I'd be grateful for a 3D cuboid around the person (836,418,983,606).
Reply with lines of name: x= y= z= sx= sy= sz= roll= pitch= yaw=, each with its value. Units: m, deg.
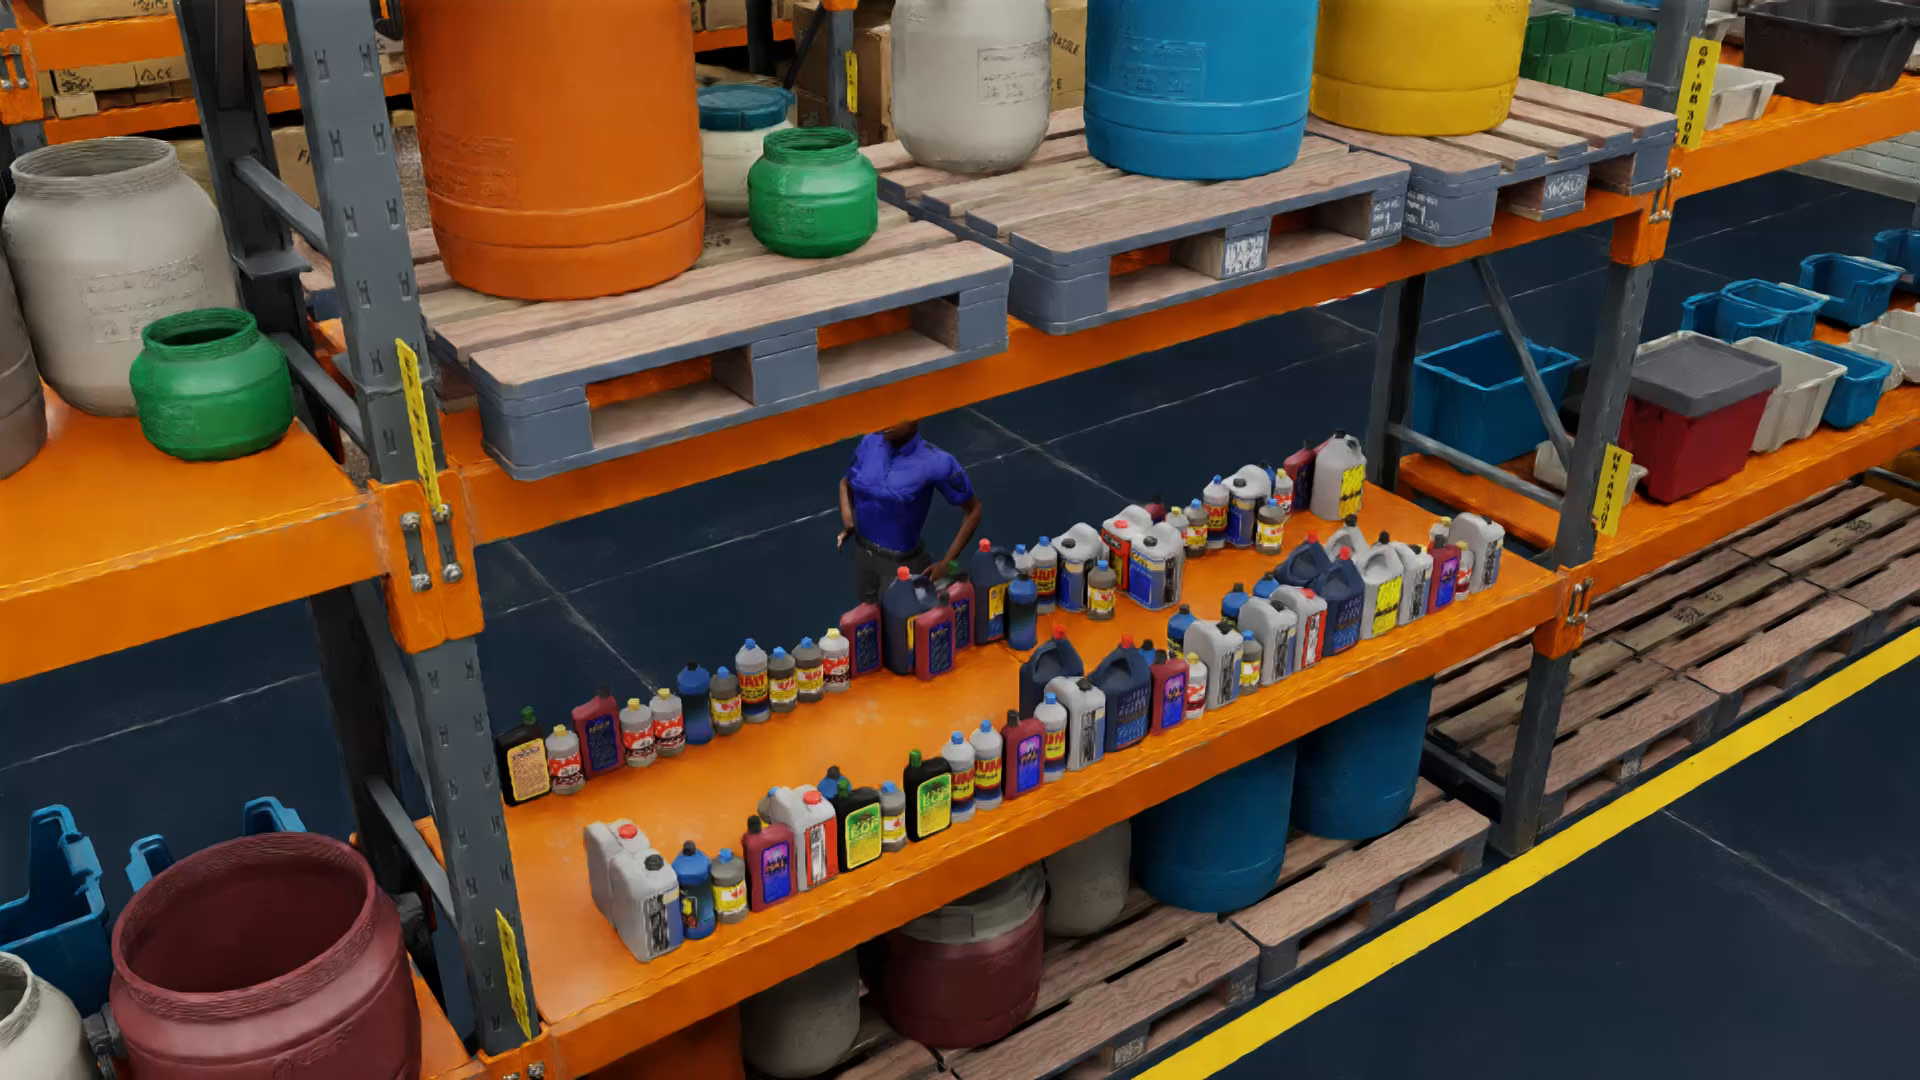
person: x=-0.327 y=0.157 z=6.833 sx=0.624 sy=1.650 sz=0.718 roll=20 pitch=34 yaw=31
